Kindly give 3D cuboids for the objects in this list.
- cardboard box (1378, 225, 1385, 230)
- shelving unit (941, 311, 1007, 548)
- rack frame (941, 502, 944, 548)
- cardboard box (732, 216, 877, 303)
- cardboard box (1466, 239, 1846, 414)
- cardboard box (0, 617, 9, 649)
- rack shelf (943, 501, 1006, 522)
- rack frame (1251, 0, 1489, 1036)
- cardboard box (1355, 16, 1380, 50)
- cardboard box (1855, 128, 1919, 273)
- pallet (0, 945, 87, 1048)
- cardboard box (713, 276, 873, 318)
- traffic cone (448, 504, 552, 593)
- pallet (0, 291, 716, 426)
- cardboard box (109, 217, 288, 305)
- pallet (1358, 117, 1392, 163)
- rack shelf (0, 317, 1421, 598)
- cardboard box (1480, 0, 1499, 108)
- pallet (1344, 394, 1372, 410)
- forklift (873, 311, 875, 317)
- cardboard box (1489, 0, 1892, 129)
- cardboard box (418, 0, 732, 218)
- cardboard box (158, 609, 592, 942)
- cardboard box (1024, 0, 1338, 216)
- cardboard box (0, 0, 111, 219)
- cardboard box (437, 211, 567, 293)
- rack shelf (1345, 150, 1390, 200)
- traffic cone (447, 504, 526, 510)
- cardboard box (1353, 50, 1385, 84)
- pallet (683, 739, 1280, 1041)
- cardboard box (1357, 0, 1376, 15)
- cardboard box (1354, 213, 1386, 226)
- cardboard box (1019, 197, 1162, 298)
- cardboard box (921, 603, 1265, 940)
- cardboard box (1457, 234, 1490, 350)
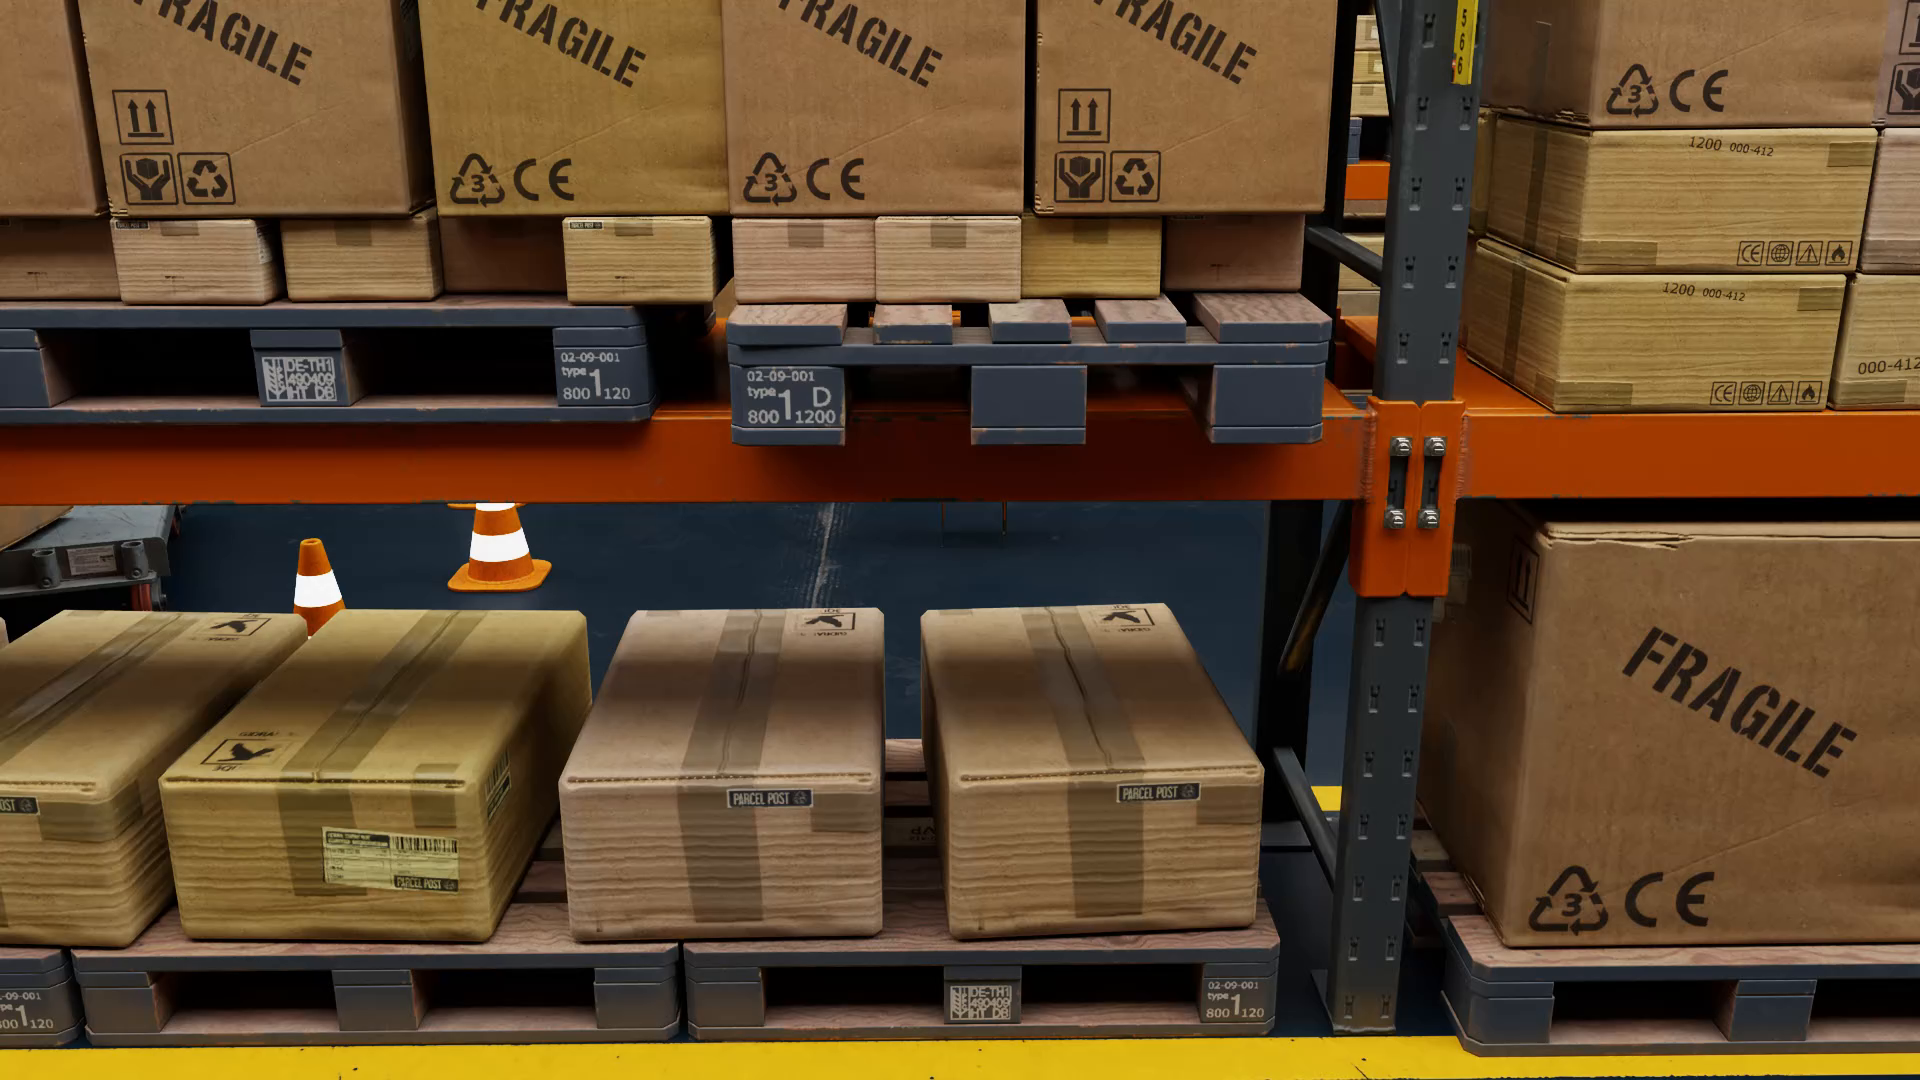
[{"bbox_3d":[2.334,-1.378,8.108,0.500,0.250,0.500,0,18,0],"label":"cardboard box"},{"bbox_3d":[0.053,-0.500,6.388,0.252,1.050,0.215,0,18,-1],"label":"shelving unit"},{"bbox_3d":[-0.068,-0.500,6.386,0.008,1.050,0.200,0,18,-1],"label":"rack frame"},{"bbox_3d":[-0.276,-0.539,3.041,0.250,0.149,0.380,-1,18,-3],"label":"cardboard box"},{"bbox_3d":[1.311,-0.423,3.202,0.500,0.250,0.500,-1,18,-2],"label":"cardboard box"},{"bbox_3d":[-2.657,0.498,3.698,0.625,0.372,0.950,0,18,0],"label":"cardboard box"},{"bbox_3d":[0.053,-0.225,6.476,0.240,0.259,0.215,0,18,-1],"label":"rack shelf"},{"bbox_3d":[0.818,-0.569,3.411,0.127,3.000,1.000,0,18,-1],"label":"rack frame"},{"bbox_3d":[1.882,-2.390,7.838,0.250,0.149,0.380,-1,18,-3],"label":"cardboard box"},{"bbox_3d":[1.845,-0.665,3.137,0.500,0.250,0.500,0,18,0],"label":"cardboard box"},{"bbox_3d":[-2.403,0.774,3.790,1.213,0.211,1.003,0,18,-1],"label":"pallet"},{"bbox_3d":[-0.846,-1.229,8.462,0.750,0.750,1.050,0,18,0],"label":"cardboard box"},{"bbox_3d":[-1.690,-0.082,6.046,0.334,0.463,0.336,0,18,-1],"label":"traffic cone"},{"bbox_3d":[-1.161,-0.456,3.372,1.213,0.211,1.003,0,18,-1],"label":"pallet"},{"bbox_3d":[-1.321,-0.534,3.026,0.250,0.149,0.380,0,18,1],"label":"cardboard box"},{"bbox_3d":[2.617,-2.011,8.220,1.213,0.211,1.003,0,18,-1],"label":"pallet"},{"bbox_3d":[-1.182,-0.217,3.491,4.000,0.370,1.077,0,18,-1],"label":"rack shelf"},{"bbox_3d":[1.331,-1.175,3.500,0.500,0.500,0.500,-1,18,-2],"label":"cardboard box"},{"bbox_3d":[1.420,-0.756,8.559,1.213,0.211,1.003,0,18,-1],"label":"pallet"},{"bbox_3d":[-0.494,-2.826,10.560,3.031,2.935,1.130,0,18,0],"label":"forklift"},{"bbox_3d":[1.315,-1.021,3.018,0.500,0.500,0.500,-1,18,-3],"label":"cardboard box"},{"bbox_3d":[-0.654,-0.863,2.988,0.500,0.500,0.500,-1,18,-5],"label":"cardboard box"},{"bbox_3d":[-1.243,0.490,3.725,0.625,0.372,0.950,0,18,1],"label":"cardboard box"},{"bbox_3d":[0.368,-0.871,3.015,0.500,0.500,0.500,-1,18,-2],"label":"cardboard box"},{"bbox_3d":[-1.713,-0.855,2.963,0.500,0.500,0.500,0,18,-1],"label":"cardboard box"},{"bbox_3d":[-0.804,-0.571,3.140,0.250,0.149,0.380,0,18,0],"label":"cardboard box"},{"bbox_3d":[2.638,-1.748,8.262,4.000,0.370,1.077,0,18,-1],"label":"rack shelf"},{"bbox_3d":[-1.996,-0.399,7.032,0.334,0.463,0.336,0,18,-1],"label":"traffic cone"},{"bbox_3d":[1.915,-2.249,7.885,0.250,0.149,0.380,0,18,-1],"label":"cardboard box"},{"bbox_3d":[0.036,0.762,3.827,1.213,0.211,1.003,0,18,-1],"label":"pallet"},{"bbox_3d":[3.336,-4.135,12.721,0.637,0.503,0.797,0,18,0],"label":"cardboard box"},{"bbox_3d":[2.331,-1.534,8.596,0.500,0.250,0.500,0,18,0],"label":"cardboard box"},{"bbox_3d":[0.227,-0.553,3.083,0.250,0.149,0.380,0,18,0],"label":"cardboard box"},{"bbox_3d":[0.253,0.482,3.749,0.625,0.372,0.950,-1,18,-5],"label":"cardboard box"},{"bbox_3d":[1.319,-0.579,3.689,0.500,0.250,0.500,-1,18,-3],"label":"cardboard box"}]
